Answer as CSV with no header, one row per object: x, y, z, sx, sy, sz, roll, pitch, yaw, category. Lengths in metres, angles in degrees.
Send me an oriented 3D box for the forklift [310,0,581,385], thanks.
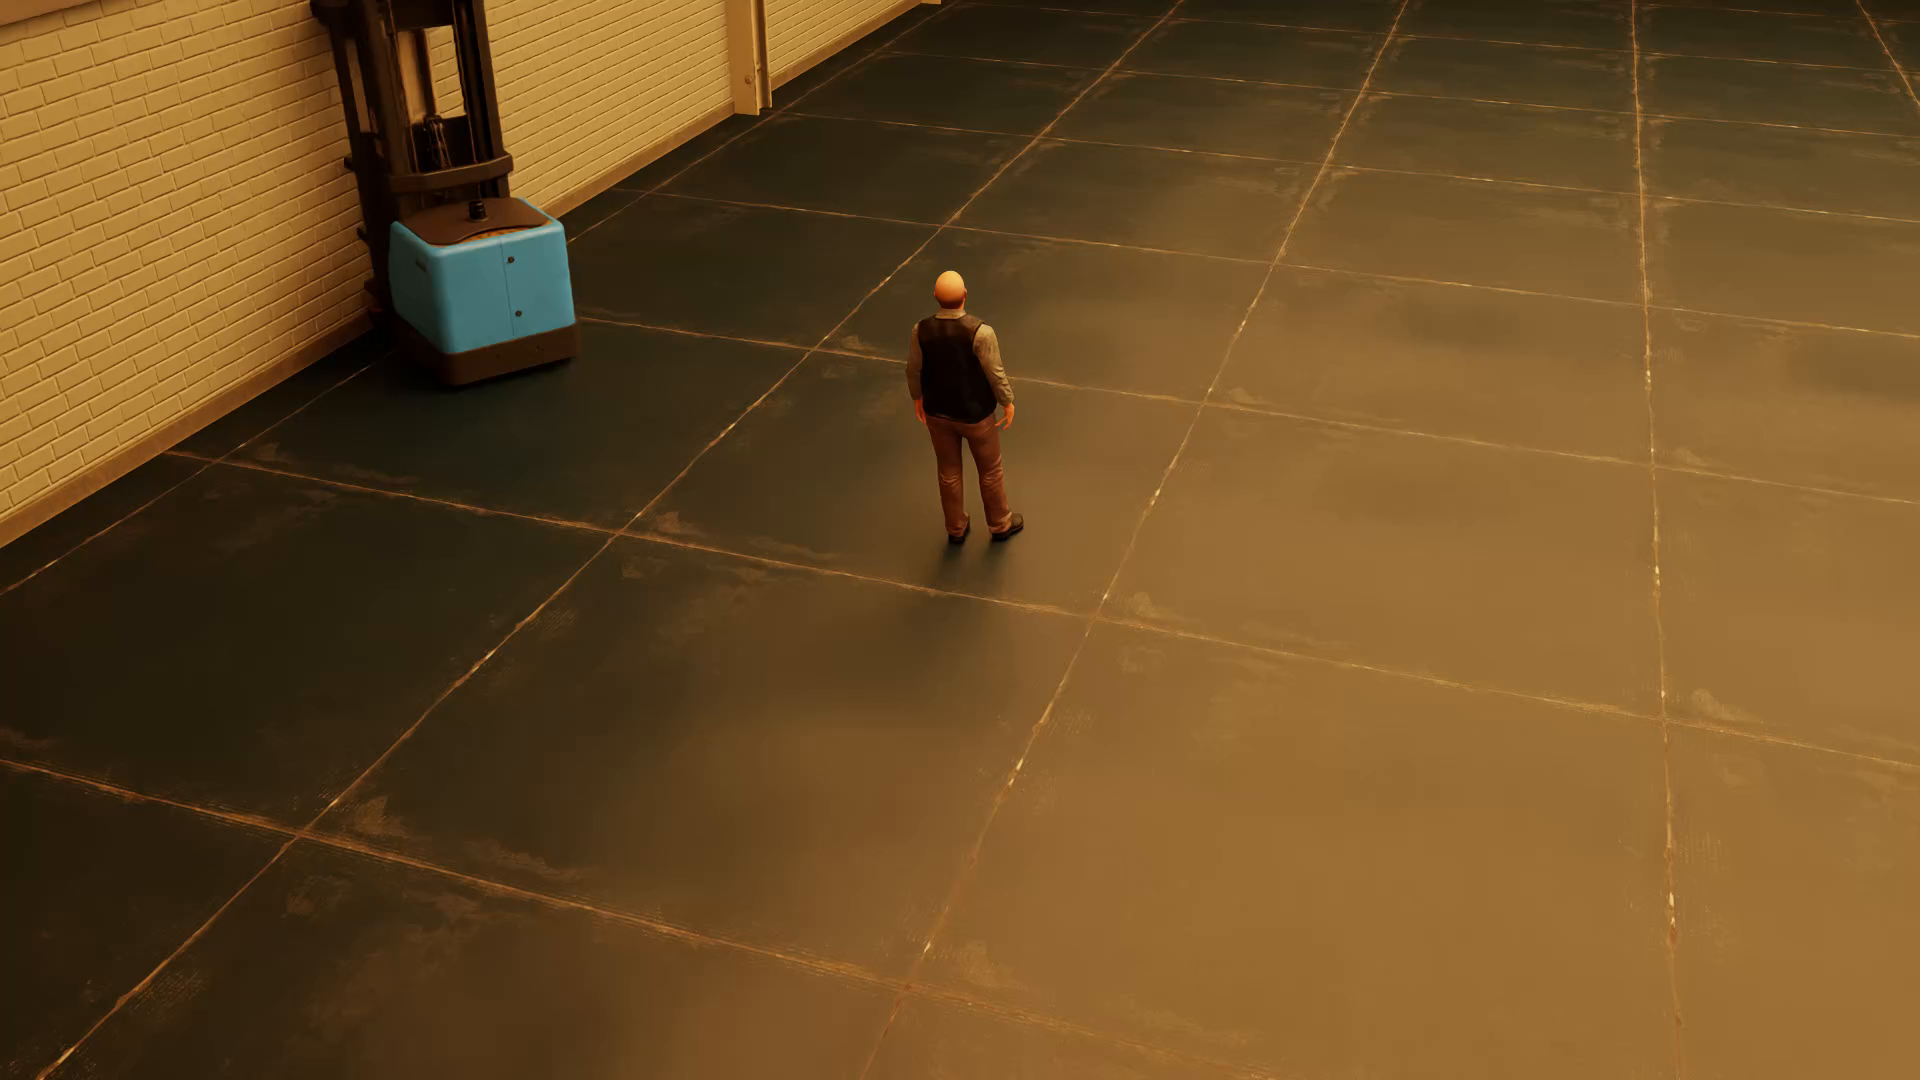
-4.104,-3.055,12.495,1.130,2.935,3.031,-20,35,-31,forklift

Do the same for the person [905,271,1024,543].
0.028,-0.782,9.715,0.632,1.720,0.568,10,31,16,person
